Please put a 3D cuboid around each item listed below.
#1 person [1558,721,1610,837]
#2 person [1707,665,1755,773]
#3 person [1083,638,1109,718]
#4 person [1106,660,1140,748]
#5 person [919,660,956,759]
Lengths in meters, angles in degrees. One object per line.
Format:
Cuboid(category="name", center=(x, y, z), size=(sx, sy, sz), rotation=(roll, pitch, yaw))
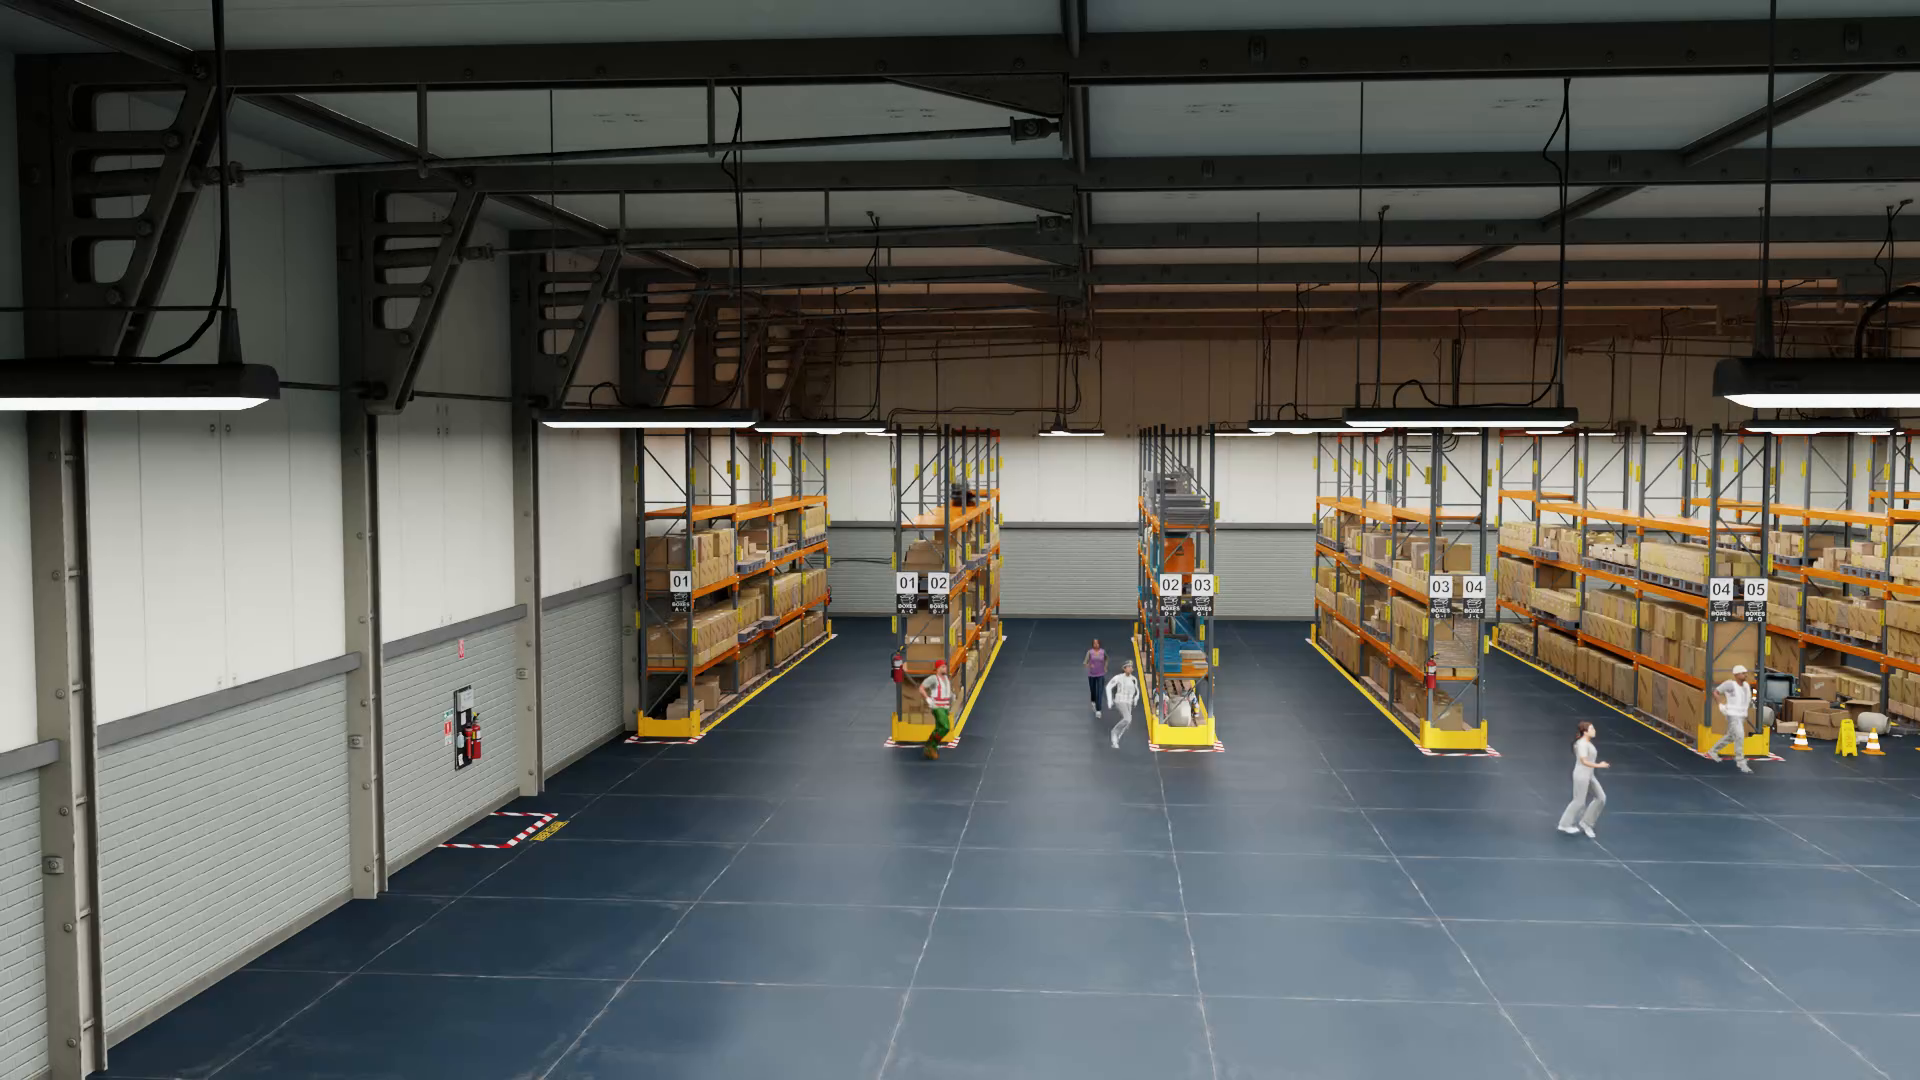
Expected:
Cuboid(category="person", center=(8.982, 3.447, 23.892), size=(0.705, 1.714, 0.576), rotation=(2, 4, 32))
Cuboid(category="person", center=(13.495, 3.083, 28.956), size=(0.702, 1.811, 0.921), rotation=(-2, 4, -31))
Cuboid(category="person", center=(2.816, 2.817, 34.355), size=(0.540, 1.597, 0.879), rotation=(0, 3, 2))
Cuboid(category="person", center=(3.080, 3.032, 30.752), size=(0.626, 1.623, 0.548), rotation=(-2, 4, -28))
Cuboid(category="person", center=(-0.349, 3.021, 29.774), size=(0.603, 1.763, 0.689), rotation=(3, 4, 36))
